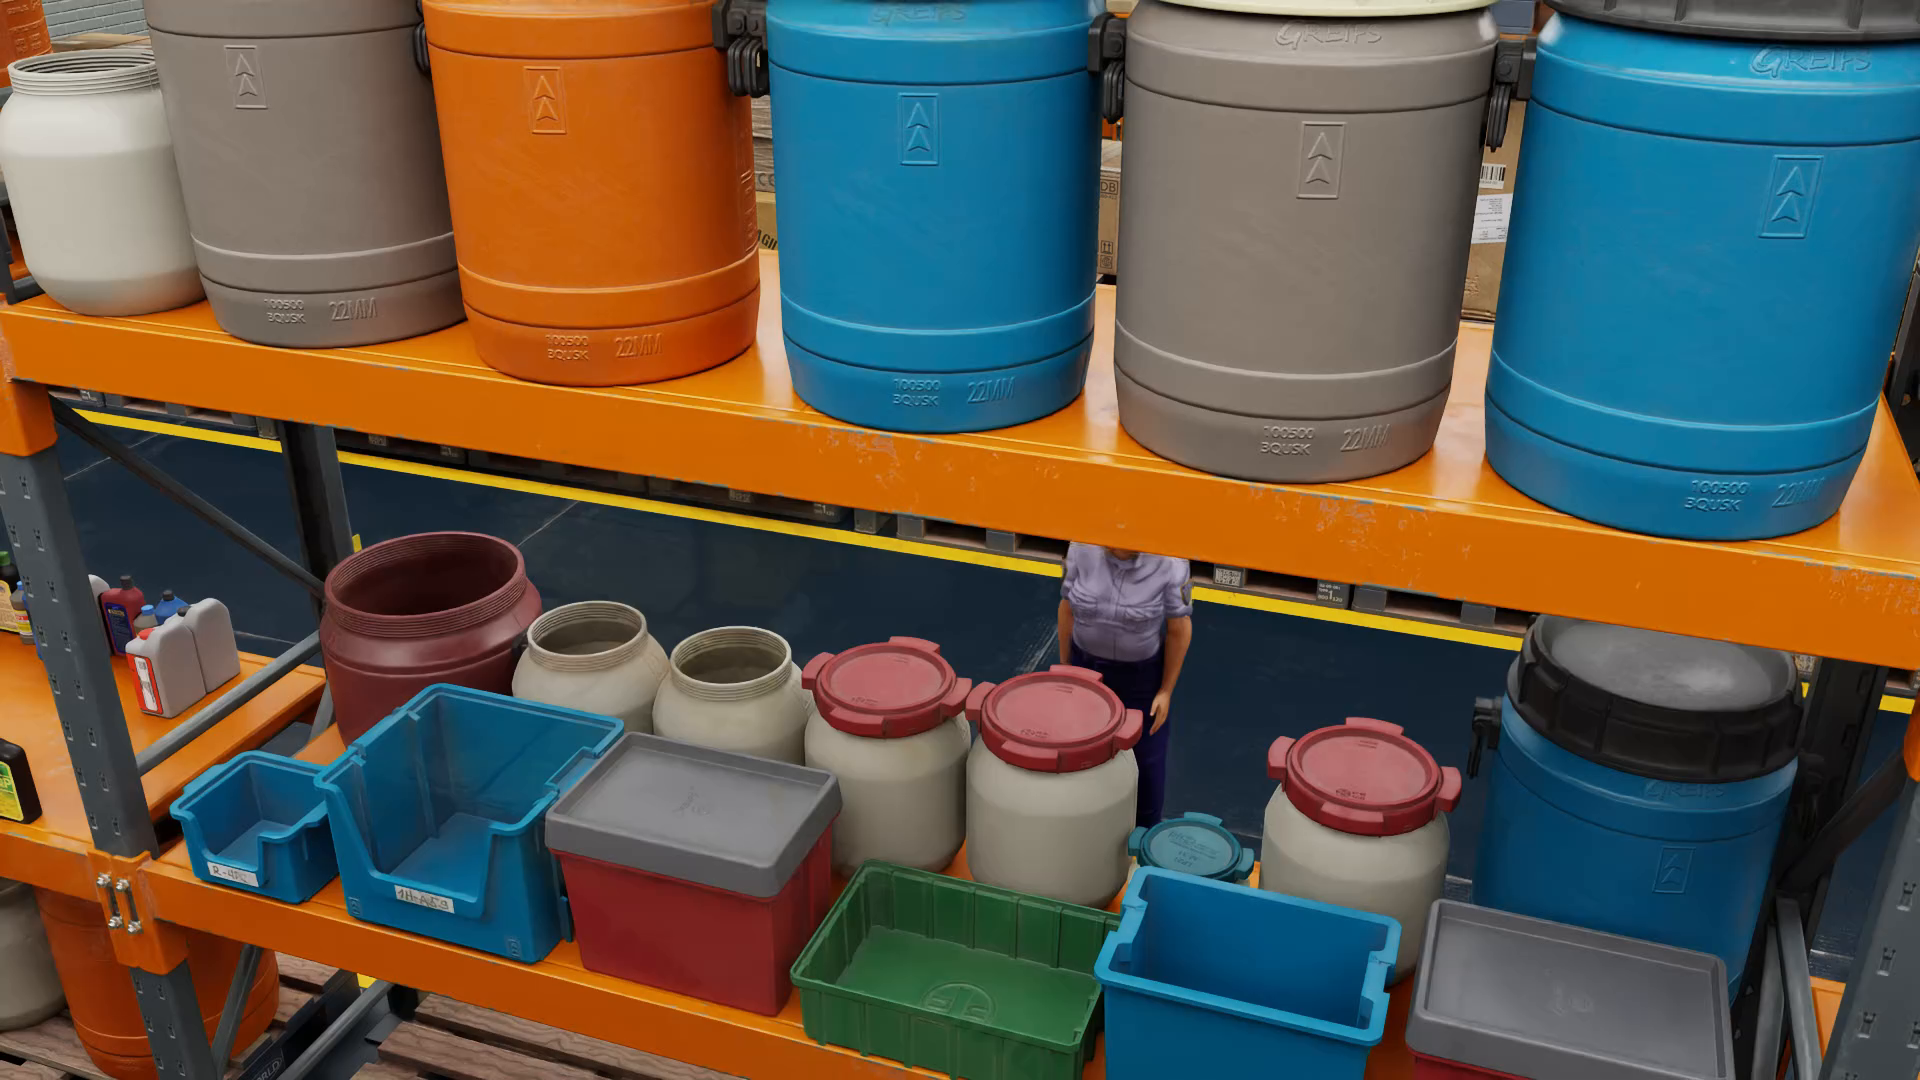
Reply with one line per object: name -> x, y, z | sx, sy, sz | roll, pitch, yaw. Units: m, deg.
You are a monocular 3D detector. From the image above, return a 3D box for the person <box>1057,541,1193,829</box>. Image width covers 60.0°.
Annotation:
person -> 0.596, 0.534, 6.145 | 0.498, 1.559, 0.426 | 10, 27, 19
